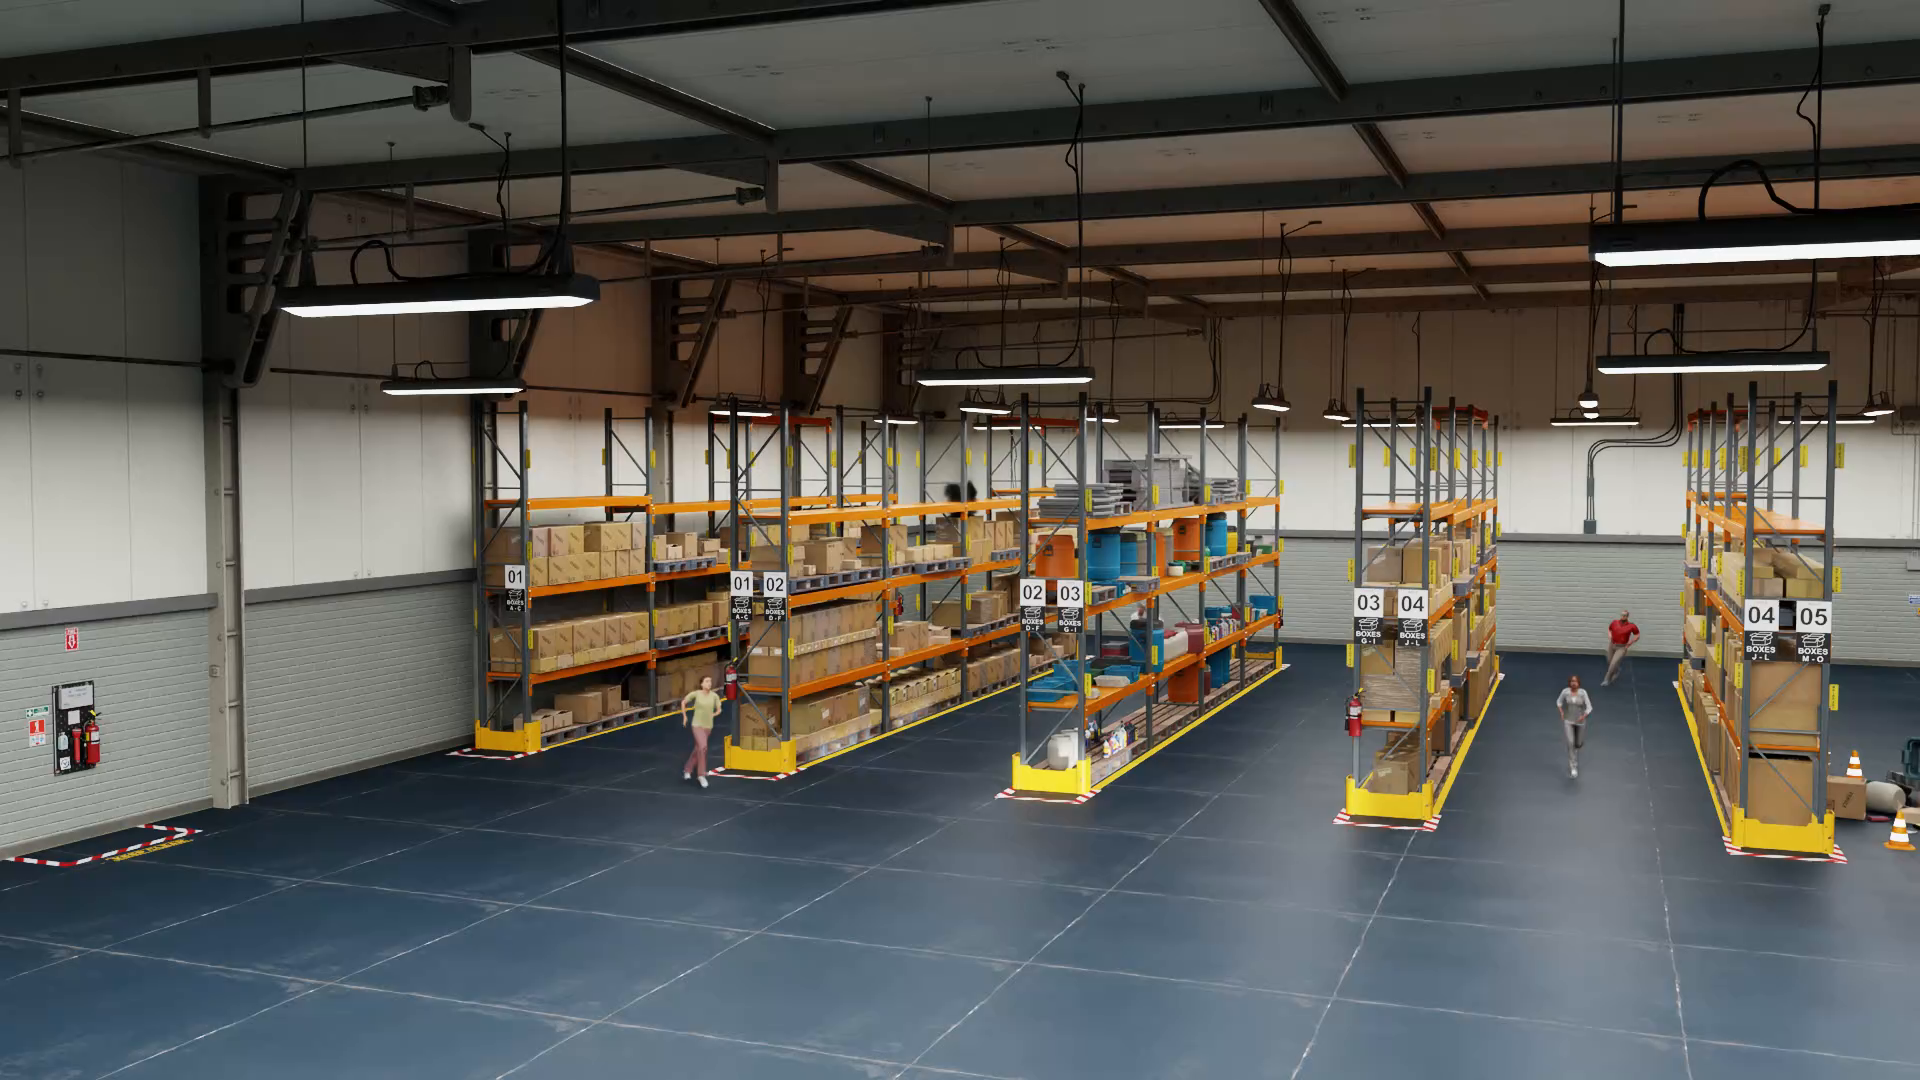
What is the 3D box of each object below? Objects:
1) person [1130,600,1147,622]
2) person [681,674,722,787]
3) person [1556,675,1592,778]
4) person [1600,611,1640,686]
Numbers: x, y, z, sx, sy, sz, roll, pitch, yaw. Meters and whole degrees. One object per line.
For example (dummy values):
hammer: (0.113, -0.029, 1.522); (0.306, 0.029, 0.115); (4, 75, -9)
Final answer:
person: (3.963, 2.216, 36.237); (0.647, 1.827, 0.757); (1, 3, 21)
person: (-3.943, 2.910, 25.677); (0.576, 1.662, 0.853); (-2, 3, -34)
person: (9.801, 2.939, 26.532); (0.510, 1.586, 0.998); (1, 3, 12)
person: (14.642, 2.394, 36.790); (0.895, 1.677, 0.702); (-3, 4, -44)
